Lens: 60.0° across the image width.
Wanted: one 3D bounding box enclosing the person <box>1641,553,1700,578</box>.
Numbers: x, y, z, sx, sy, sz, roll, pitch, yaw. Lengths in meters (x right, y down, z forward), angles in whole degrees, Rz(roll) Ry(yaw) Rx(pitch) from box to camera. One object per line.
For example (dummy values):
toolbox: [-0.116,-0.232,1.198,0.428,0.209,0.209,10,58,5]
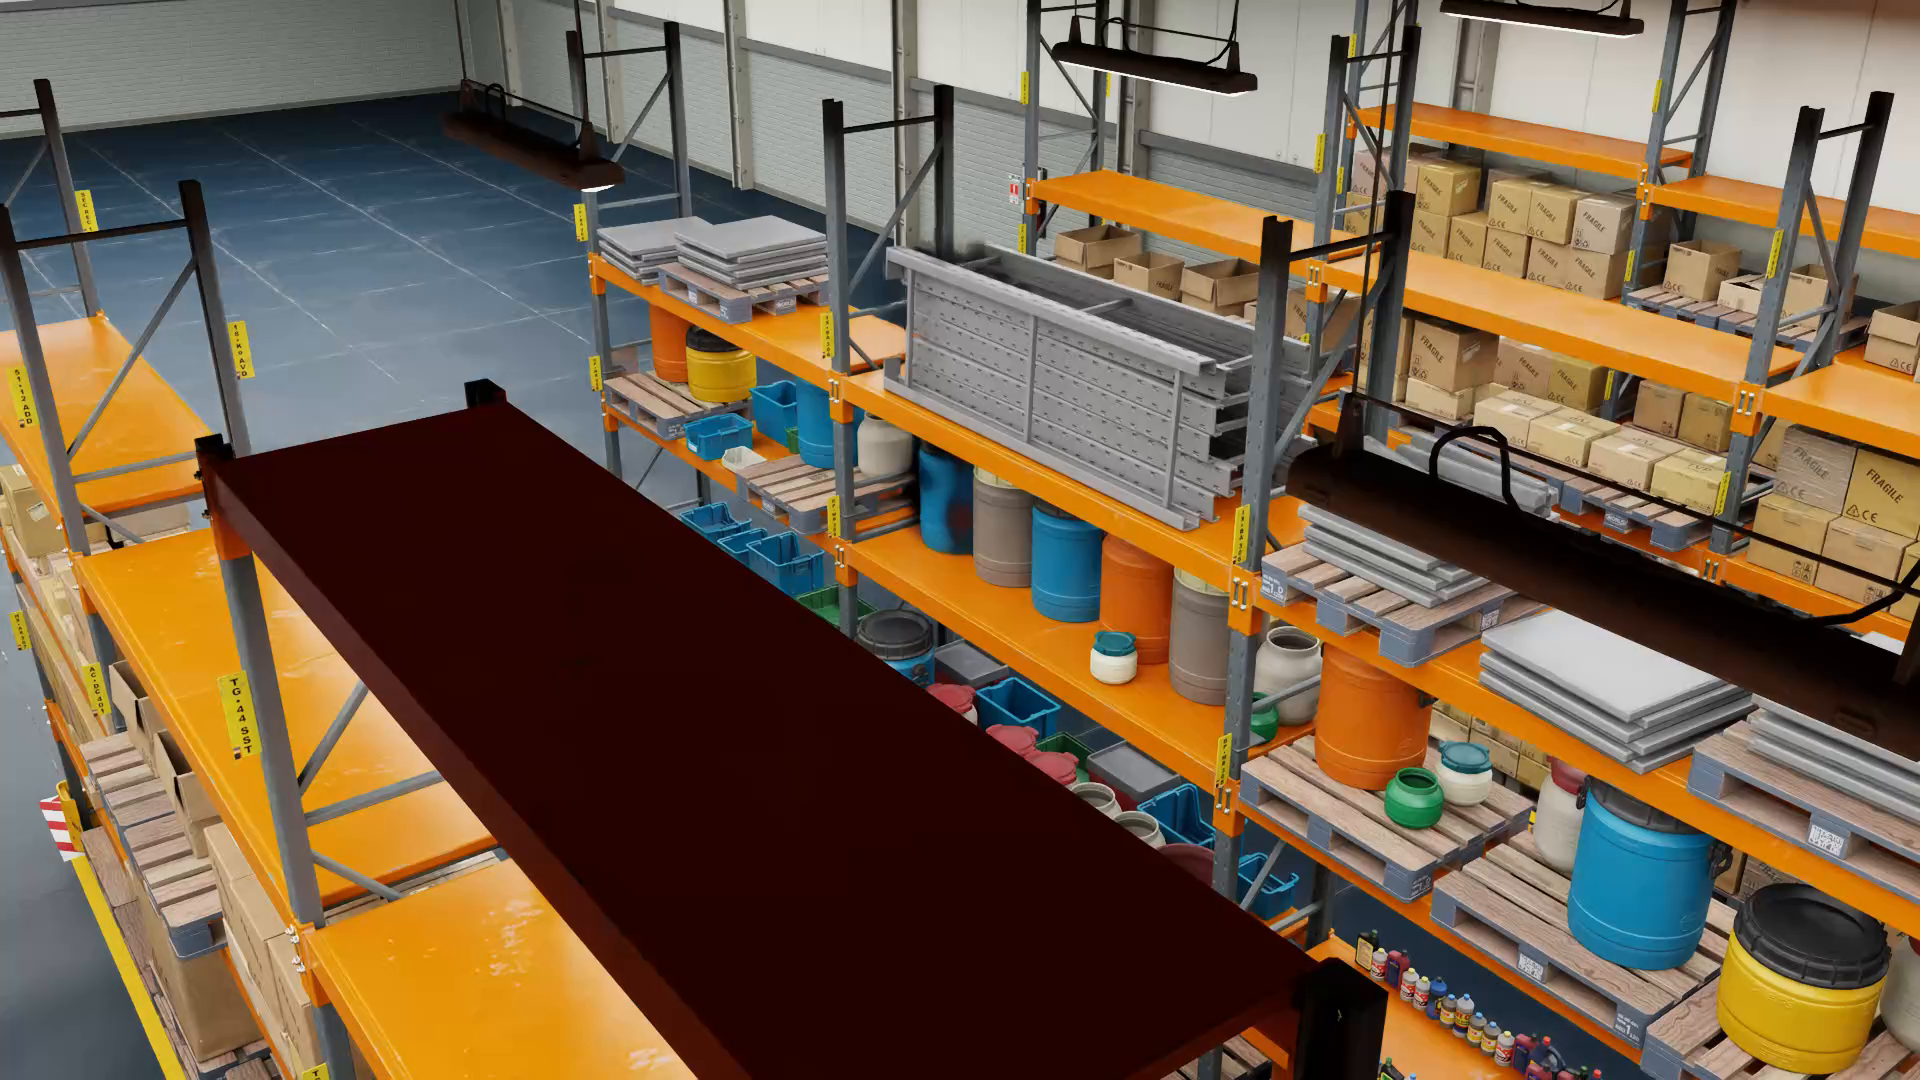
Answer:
person: [6.666,0.595,15.582,0.871,1.823,0.662,20,31,36]
